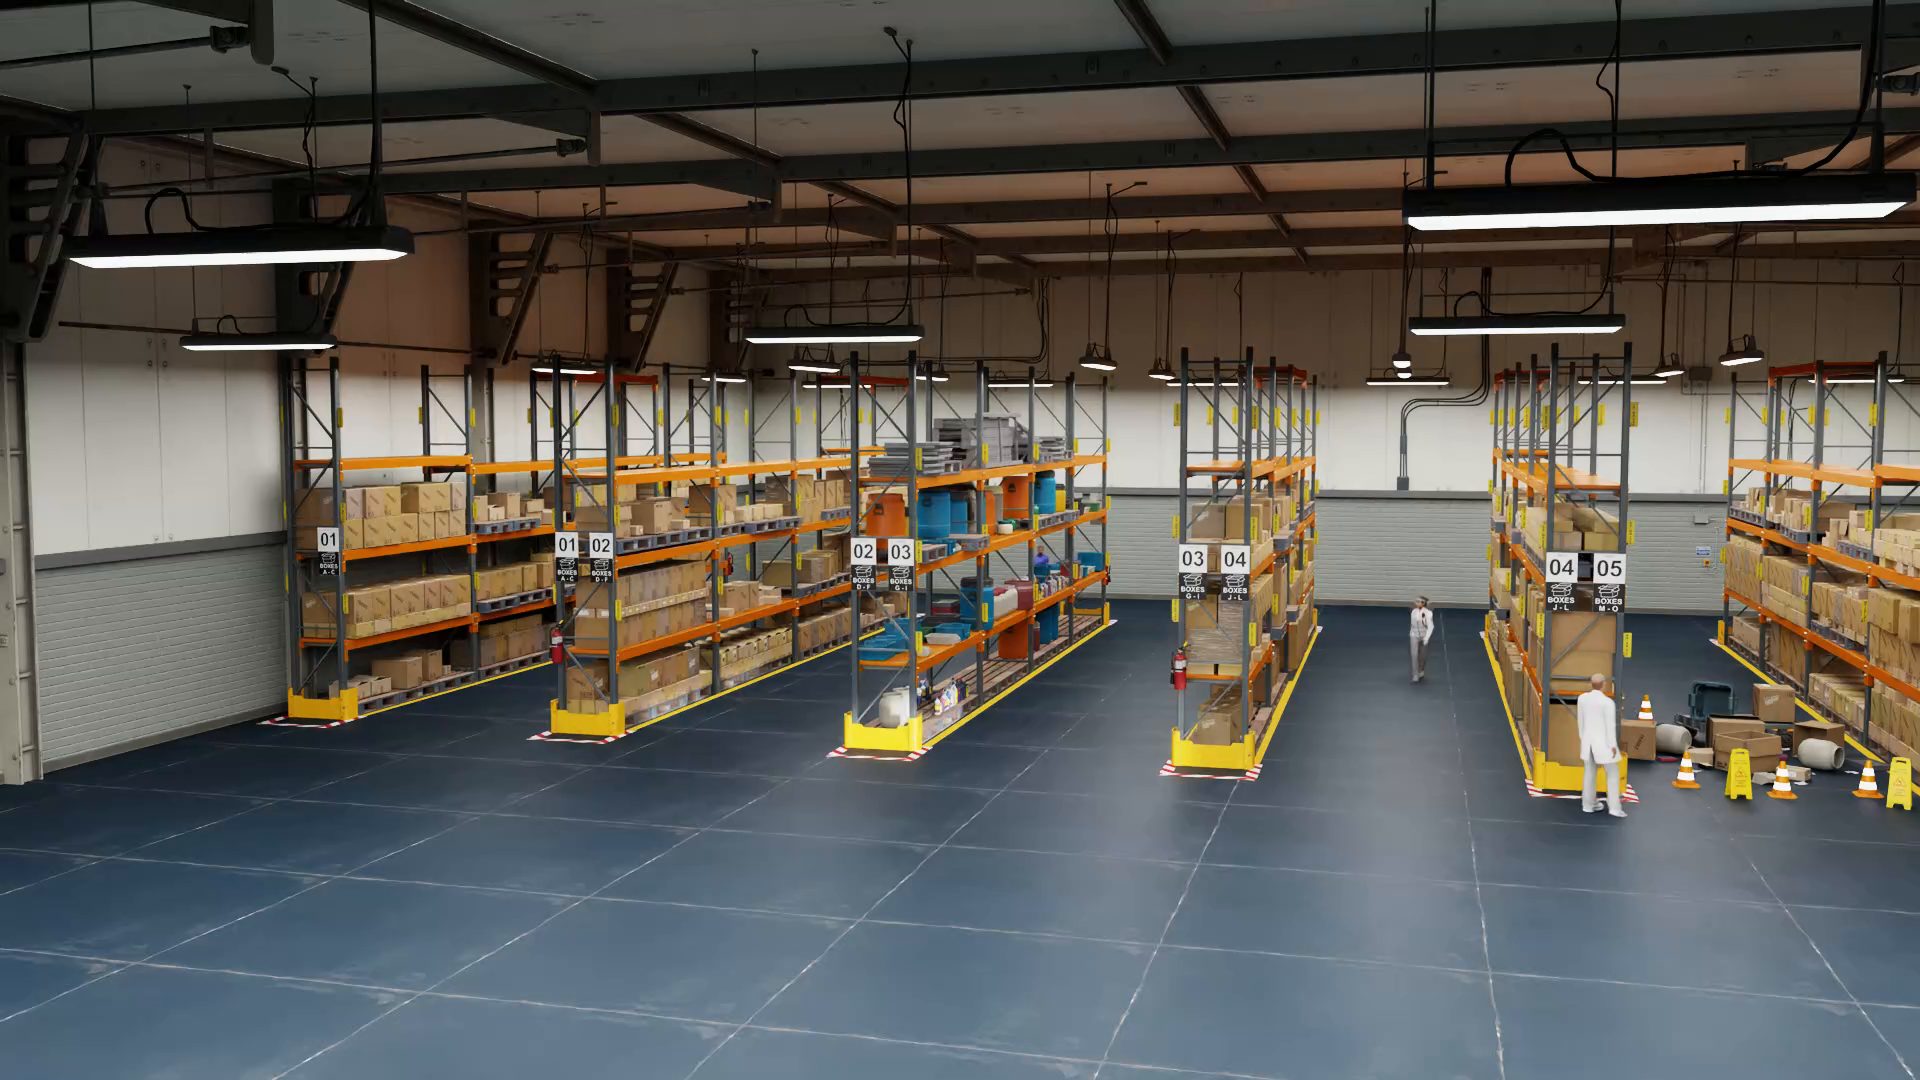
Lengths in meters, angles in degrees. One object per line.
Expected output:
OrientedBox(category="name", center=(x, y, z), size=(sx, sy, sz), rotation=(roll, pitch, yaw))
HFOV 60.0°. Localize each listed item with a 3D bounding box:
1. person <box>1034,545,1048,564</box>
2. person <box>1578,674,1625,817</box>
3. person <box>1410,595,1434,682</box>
OrientedBox(category="person", center=(2.070, 0.991, 43.543), size=(0.454, 1.706, 0.423), rotation=(-3, 5, -33))
OrientedBox(category="person", center=(8.125, 2.593, 21.058), size=(0.447, 1.827, 0.612), rotation=(-3, 5, -33))
OrientedBox(category="person", center=(8.773, 1.851, 31.623), size=(0.427, 1.637, 0.983), rotation=(1, 4, 12))
